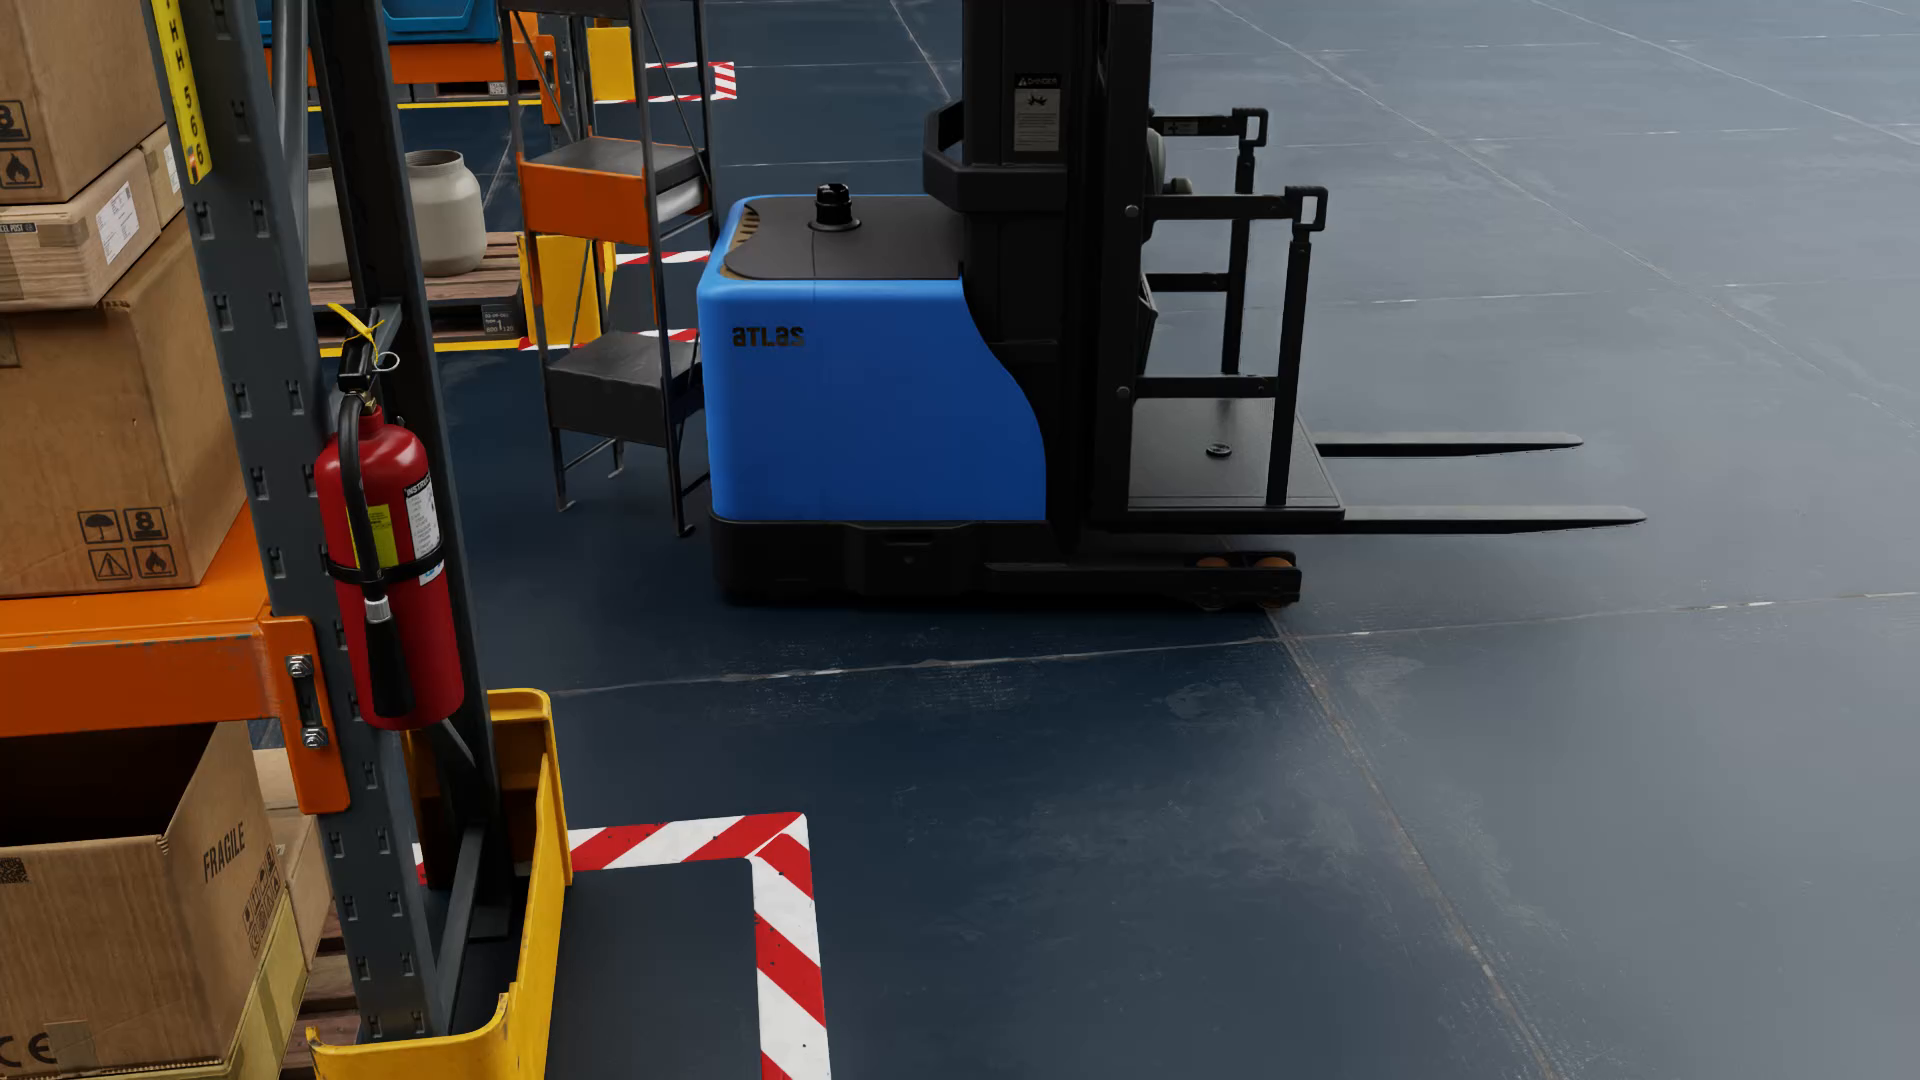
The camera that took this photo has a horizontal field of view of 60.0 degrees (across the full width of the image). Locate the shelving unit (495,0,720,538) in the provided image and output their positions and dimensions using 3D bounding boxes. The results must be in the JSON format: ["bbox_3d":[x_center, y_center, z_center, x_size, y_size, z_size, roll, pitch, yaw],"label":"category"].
[{"bbox_3d":[-1.125,-1.069,5.533,0.503,2.100,0.431,11,29,20],"label":"shelving unit"}]

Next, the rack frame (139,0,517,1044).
[{"bbox_3d":[-1.088,-0.264,2.978,0.127,3.000,1.000,-4,27,-7],"label":"rack frame"}]

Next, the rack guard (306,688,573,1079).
[{"bbox_3d":[-1.065,0.847,3.552,0.348,0.500,1.175,-4,27,-7],"label":"rack guard"}]

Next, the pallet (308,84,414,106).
[{"bbox_3d":[-4.555,-3.385,12.116,1.213,0.211,1.003,-4,27,-7],"label":"pallet"}]

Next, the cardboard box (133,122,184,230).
[{"bbox_3d":[-1.507,-0.669,2.948,0.250,0.149,0.380,-4,27,-7],"label":"cardboard box"}]

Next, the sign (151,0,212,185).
[{"bbox_3d":[-1.027,-0.638,2.180,0.005,0.325,0.100,-4,27,-7],"label":"sign"}]

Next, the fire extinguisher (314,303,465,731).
[{"bbox_3d":[-0.907,-0.027,2.601,0.183,0.674,0.296,-4,27,-7],"label":"fire extinguisher"}]

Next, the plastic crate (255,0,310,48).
[{"bbox_3d":[-2.873,-2.231,6.975,0.408,0.251,0.499,-4,27,-7],"label":"plastic crate"}]

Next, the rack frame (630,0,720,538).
[{"bbox_3d":[-0.900,-1.026,5.449,0.015,2.100,0.400,11,29,20],"label":"rack frame"}]

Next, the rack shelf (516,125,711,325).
[{"bbox_3d":[-1.125,-1.057,5.540,0.480,0.518,0.431,11,29,20],"label":"rack shelf"}]

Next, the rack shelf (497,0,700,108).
[{"bbox_3d":[-1.124,-1.680,5.220,0.480,0.518,0.431,11,29,20],"label":"rack shelf"}]

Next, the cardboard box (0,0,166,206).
[{"bbox_3d":[-1.605,-0.858,2.606,0.500,0.500,0.700,-4,27,-7],"label":"cardboard box"}]

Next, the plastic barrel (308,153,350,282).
[{"bbox_3d":[-2.912,-1.475,7.604,0.421,0.512,0.421,0,27,0],"label":"plastic barrel"}]

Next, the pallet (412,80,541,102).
[{"bbox_3d":[-3.349,-3.461,12.264,1.213,0.211,1.003,-4,27,-7],"label":"pallet"}]

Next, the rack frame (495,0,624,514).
[{"bbox_3d":[-1.349,-1.112,5.618,0.015,2.100,0.400,11,29,20],"label":"rack frame"}]

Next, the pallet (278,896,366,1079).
[{"bbox_3d":[-1.840,1.045,3.483,1.213,0.211,1.003,-4,27,-7],"label":"pallet"}]

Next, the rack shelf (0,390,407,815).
[{"bbox_3d":[-3.069,0.184,2.894,4.000,0.370,1.077,-4,27,-7],"label":"rack shelf"}]

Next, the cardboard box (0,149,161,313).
[{"bbox_3d":[-1.440,-0.486,2.592,0.250,0.149,0.380,-4,27,-8],"label":"cardboard box"}]

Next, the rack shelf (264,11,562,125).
[{"bbox_3d":[-3.755,-2.056,7.259,4.000,0.370,1.077,-4,27,-7],"label":"rack shelf"}]

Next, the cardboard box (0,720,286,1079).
[{"bbox_3d":[-1.578,0.608,3.010,0.500,0.500,0.500,-4,27,-7],"label":"cardboard box"}]

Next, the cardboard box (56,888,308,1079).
[{"bbox_3d":[-1.578,0.941,3.183,0.500,0.250,0.500,-4,27,-7],"label":"cardboard box"}]

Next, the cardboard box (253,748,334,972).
[{"bbox_3d":[-1.650,0.707,3.639,0.500,0.250,0.500,-4,27,-7],"label":"cardboard box"}]

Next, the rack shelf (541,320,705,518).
[{"bbox_3d":[-1.125,-0.434,5.859,0.480,0.518,0.431,11,29,20],"label":"rack shelf"}]

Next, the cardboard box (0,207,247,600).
[{"bbox_3d":[-1.552,-0.284,2.908,0.500,0.500,0.700,-4,27,-7],"label":"cardboard box"}]

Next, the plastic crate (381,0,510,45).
[{"bbox_3d":[-2.229,-2.270,7.051,0.616,0.251,0.499,-4,27,-7],"label":"plastic crate"}]

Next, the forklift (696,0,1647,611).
[{"bbox_3d":[0.716,-1.323,5.118,3.031,2.935,1.130,0,27,0],"label":"forklift"}]

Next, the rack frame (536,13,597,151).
[{"bbox_3d":[-1.775,-2.503,7.342,0.127,3.000,1.000,-4,27,-7],"label":"rack frame"}]

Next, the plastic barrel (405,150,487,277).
[{"bbox_3d":[-2.416,-1.507,7.666,0.421,0.512,0.421,0,27,0],"label":"plastic barrel"}]

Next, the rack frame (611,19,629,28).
[{"bbox_3d":[-2.465,-4.742,11.706,0.127,3.000,1.000,-4,27,-7],"label":"rack frame"}]

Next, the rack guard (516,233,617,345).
[{"bbox_3d":[-1.843,-1.365,7.862,0.348,0.500,1.175,-4,27,-7],"label":"rack guard"}]

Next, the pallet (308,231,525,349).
[{"bbox_3d":[-2.649,-1.187,7.832,1.213,0.211,1.003,-4,27,-7],"label":"pallet"}]

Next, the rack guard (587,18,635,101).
[{"bbox_3d":[-2.540,-3.625,12.267,0.348,0.500,1.175,-4,27,-7],"label":"rack guard"}]
